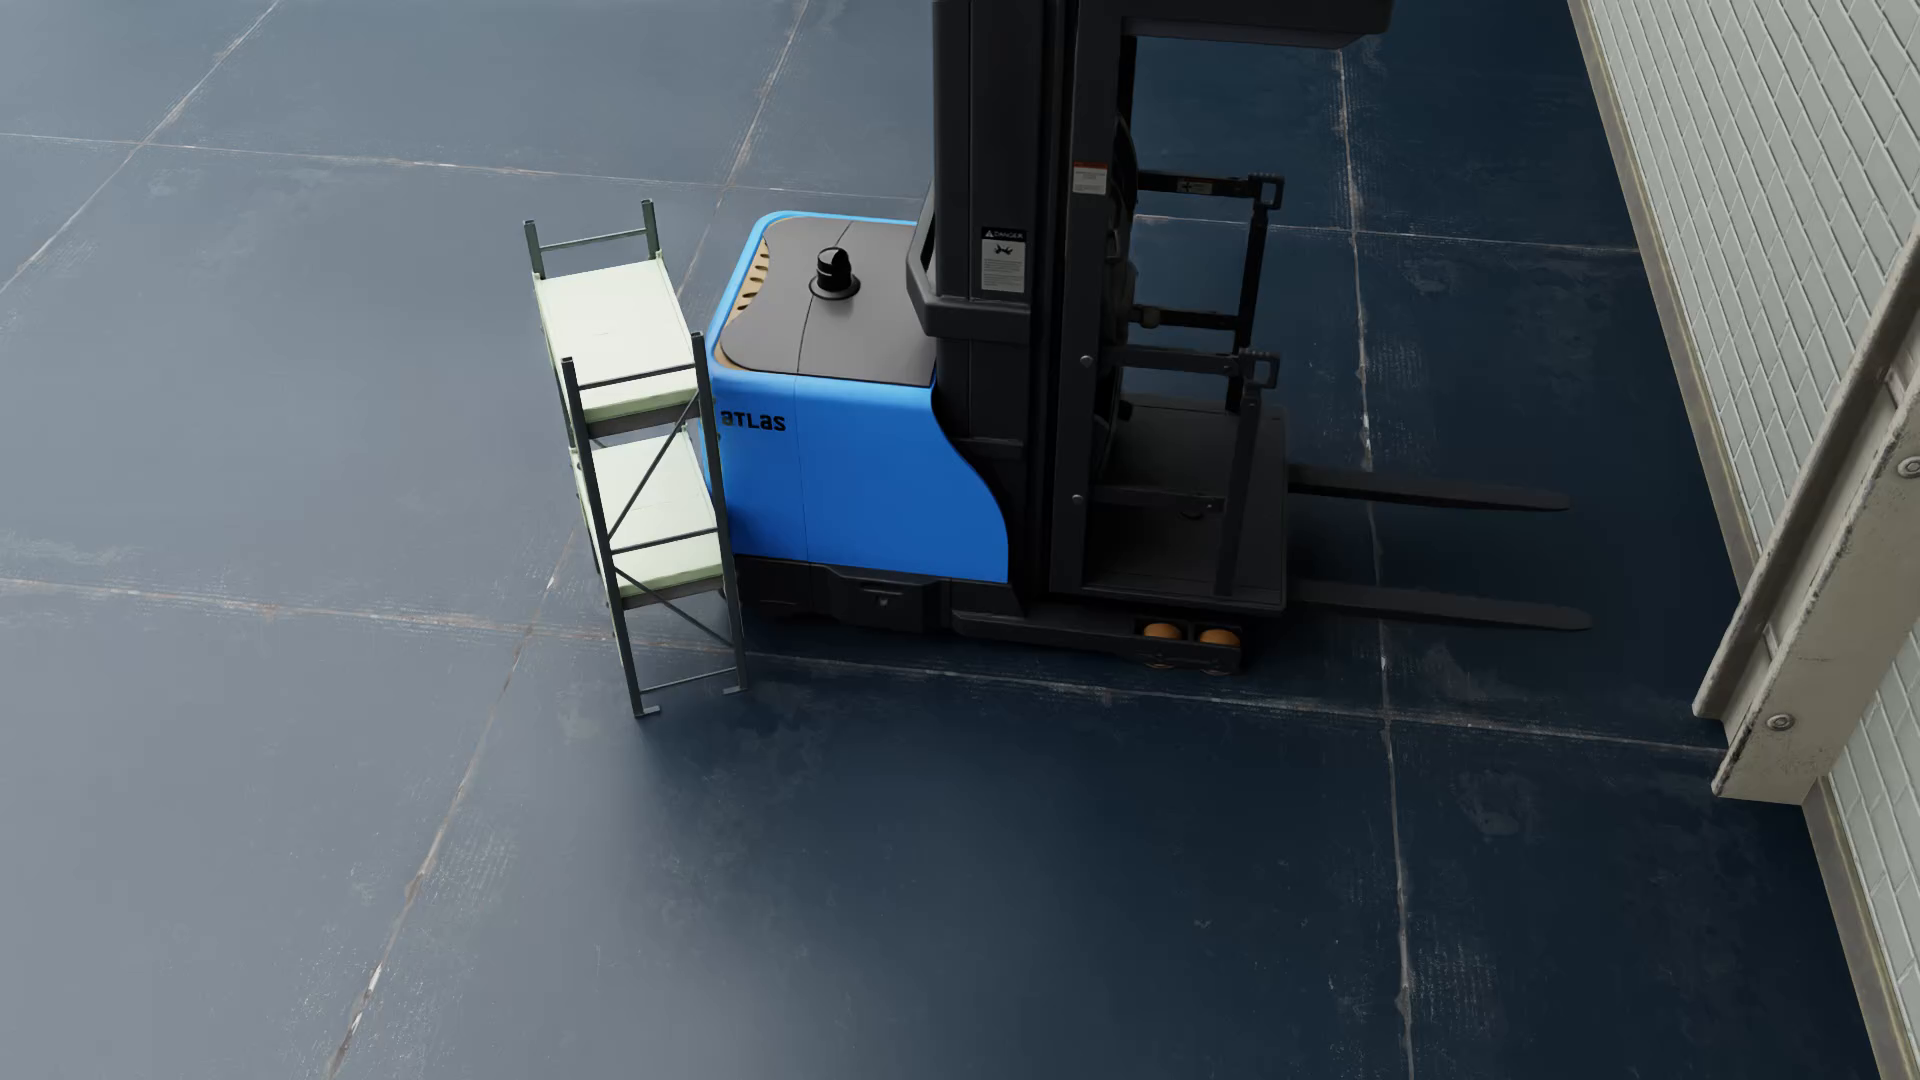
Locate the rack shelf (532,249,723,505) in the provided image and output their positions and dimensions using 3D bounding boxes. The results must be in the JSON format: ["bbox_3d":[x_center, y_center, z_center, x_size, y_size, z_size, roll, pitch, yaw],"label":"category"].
[{"bbox_3d":[-1.032,-0.517,5.137,0.431,0.370,0.720,-13,45,-14],"label":"rack shelf"}]

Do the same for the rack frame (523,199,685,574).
[{"bbox_3d":[-1.150,-0.471,5.657,0.400,1.500,0.023,-13,45,-14],"label":"rack frame"}]

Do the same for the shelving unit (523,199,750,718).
[{"bbox_3d":[-1.032,-0.233,5.405,0.431,1.500,0.755,-13,45,-14],"label":"shelving unit"}]

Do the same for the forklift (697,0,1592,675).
[{"bbox_3d":[0.687,-0.990,5.164,3.031,2.935,1.130,6,44,6],"label":"forklift"}]

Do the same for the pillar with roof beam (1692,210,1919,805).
[{"bbox_3d":[-1.650,-2.952,2.823,9.100,9.000,0.400,5,44,6],"label":"pillar with roof beam"}]

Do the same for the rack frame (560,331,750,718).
[{"bbox_3d":[-0.914,0.005,5.154,0.400,1.500,0.023,-13,45,-14],"label":"rack frame"}]

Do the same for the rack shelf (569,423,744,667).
[{"bbox_3d":[-1.032,0.004,5.630,0.431,0.370,0.720,-13,45,-14],"label":"rack shelf"}]
